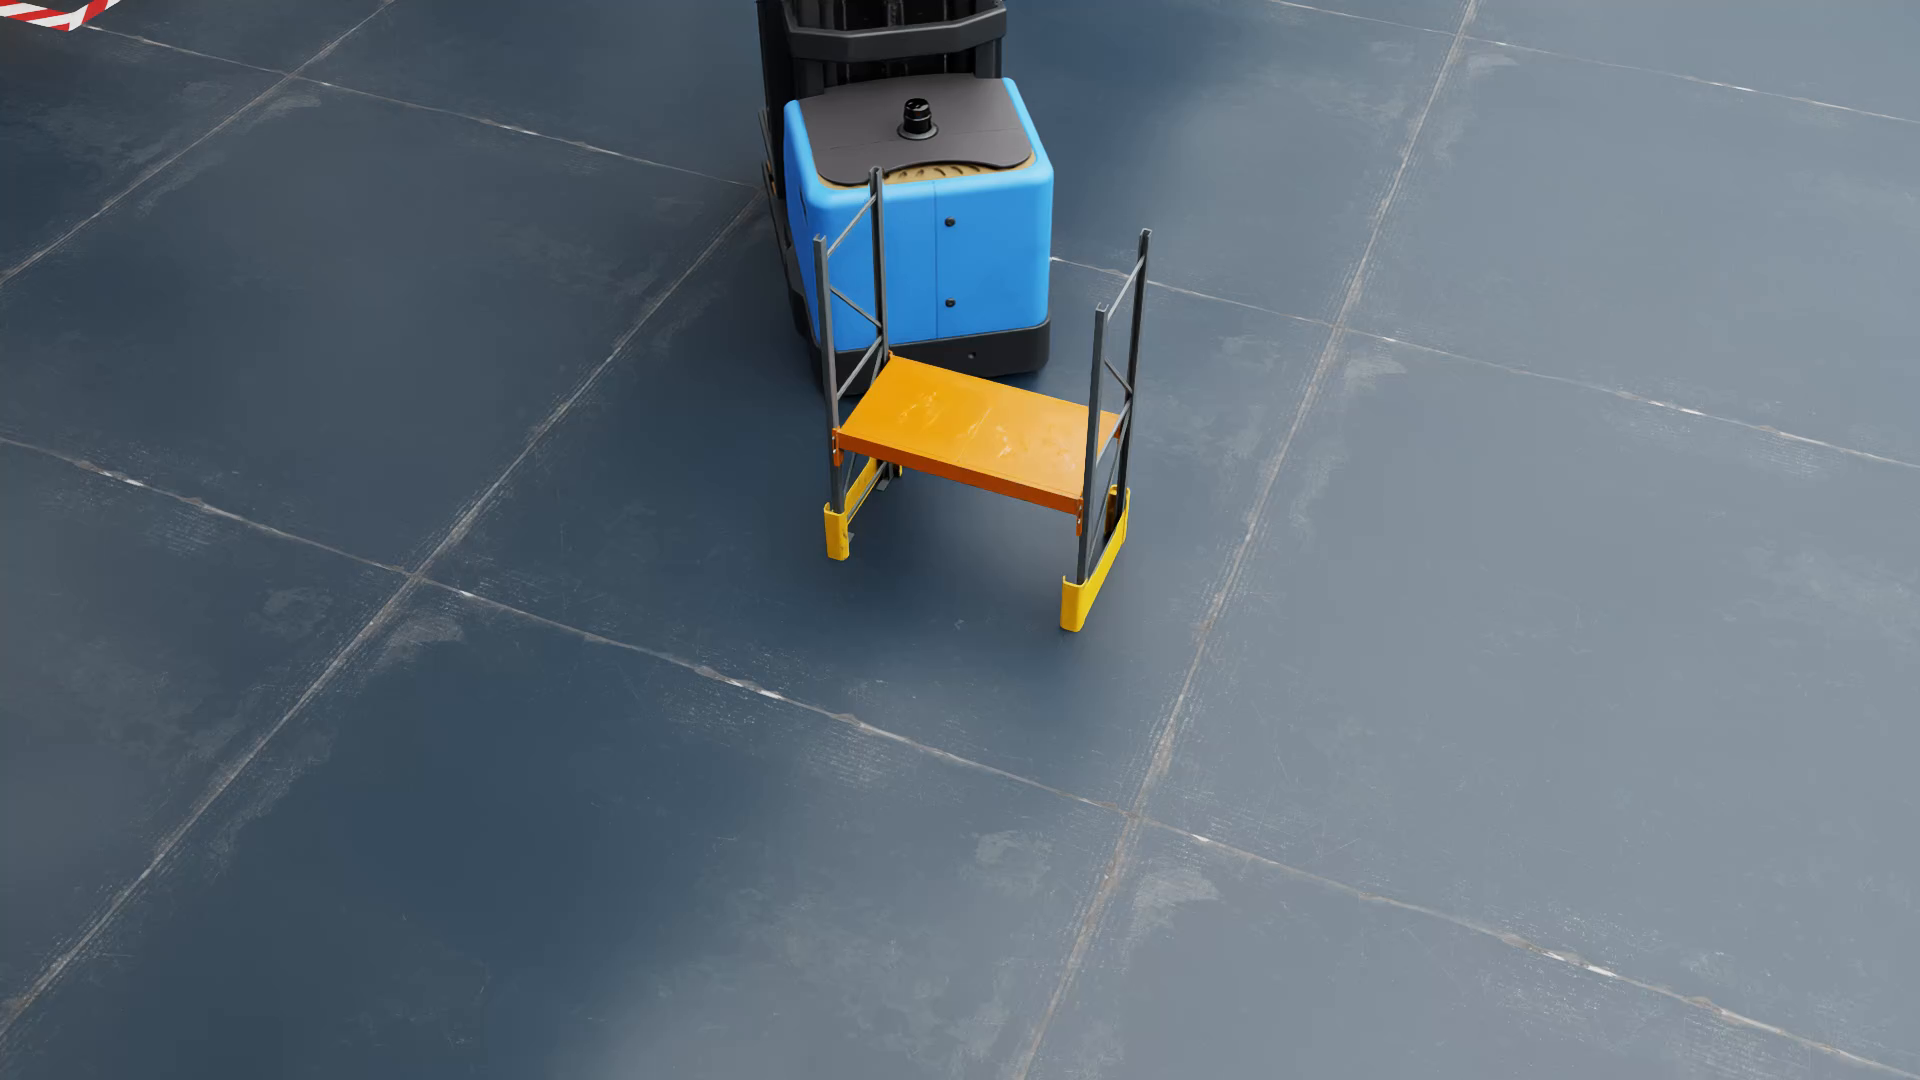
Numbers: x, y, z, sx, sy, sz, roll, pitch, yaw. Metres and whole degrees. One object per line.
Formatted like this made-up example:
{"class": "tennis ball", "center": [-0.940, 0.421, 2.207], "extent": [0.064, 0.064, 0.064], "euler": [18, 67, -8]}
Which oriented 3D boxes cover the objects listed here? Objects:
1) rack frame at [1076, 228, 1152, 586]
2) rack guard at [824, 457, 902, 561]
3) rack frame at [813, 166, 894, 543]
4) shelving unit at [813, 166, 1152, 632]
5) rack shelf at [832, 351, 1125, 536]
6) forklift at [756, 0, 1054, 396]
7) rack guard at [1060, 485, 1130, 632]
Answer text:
{"class": "rack frame", "center": [0.548, -0.370, 6.059], "extent": [0.032, 1.500, 0.500], "euler": [16, 47, 16]}
{"class": "rack guard", "center": [-0.389, -0.203, 6.777], "extent": [0.087, 0.250, 0.587], "euler": [16, 47, 16]}
{"class": "rack frame", "center": [-0.390, -0.647, 6.336], "extent": [0.032, 1.500, 0.500], "euler": [16, 47, 16]}
{"class": "shelving unit", "center": [0.070, -0.511, 6.200], "extent": [1.083, 1.500, 0.587], "euler": [16, 47, 16]}
{"class": "rack shelf", "center": [0.079, -0.381, 6.325], "extent": [1.000, 0.185, 0.538], "euler": [16, 47, 16]}
{"class": "forklift", "center": [-0.400, -2.724, 7.410], "extent": [1.130, 2.935, 3.031], "euler": [-8, 45, -8]}
{"class": "rack guard", "center": [0.530, 0.067, 6.505], "extent": [0.087, 0.250, 0.587], "euler": [16, 47, 16]}
